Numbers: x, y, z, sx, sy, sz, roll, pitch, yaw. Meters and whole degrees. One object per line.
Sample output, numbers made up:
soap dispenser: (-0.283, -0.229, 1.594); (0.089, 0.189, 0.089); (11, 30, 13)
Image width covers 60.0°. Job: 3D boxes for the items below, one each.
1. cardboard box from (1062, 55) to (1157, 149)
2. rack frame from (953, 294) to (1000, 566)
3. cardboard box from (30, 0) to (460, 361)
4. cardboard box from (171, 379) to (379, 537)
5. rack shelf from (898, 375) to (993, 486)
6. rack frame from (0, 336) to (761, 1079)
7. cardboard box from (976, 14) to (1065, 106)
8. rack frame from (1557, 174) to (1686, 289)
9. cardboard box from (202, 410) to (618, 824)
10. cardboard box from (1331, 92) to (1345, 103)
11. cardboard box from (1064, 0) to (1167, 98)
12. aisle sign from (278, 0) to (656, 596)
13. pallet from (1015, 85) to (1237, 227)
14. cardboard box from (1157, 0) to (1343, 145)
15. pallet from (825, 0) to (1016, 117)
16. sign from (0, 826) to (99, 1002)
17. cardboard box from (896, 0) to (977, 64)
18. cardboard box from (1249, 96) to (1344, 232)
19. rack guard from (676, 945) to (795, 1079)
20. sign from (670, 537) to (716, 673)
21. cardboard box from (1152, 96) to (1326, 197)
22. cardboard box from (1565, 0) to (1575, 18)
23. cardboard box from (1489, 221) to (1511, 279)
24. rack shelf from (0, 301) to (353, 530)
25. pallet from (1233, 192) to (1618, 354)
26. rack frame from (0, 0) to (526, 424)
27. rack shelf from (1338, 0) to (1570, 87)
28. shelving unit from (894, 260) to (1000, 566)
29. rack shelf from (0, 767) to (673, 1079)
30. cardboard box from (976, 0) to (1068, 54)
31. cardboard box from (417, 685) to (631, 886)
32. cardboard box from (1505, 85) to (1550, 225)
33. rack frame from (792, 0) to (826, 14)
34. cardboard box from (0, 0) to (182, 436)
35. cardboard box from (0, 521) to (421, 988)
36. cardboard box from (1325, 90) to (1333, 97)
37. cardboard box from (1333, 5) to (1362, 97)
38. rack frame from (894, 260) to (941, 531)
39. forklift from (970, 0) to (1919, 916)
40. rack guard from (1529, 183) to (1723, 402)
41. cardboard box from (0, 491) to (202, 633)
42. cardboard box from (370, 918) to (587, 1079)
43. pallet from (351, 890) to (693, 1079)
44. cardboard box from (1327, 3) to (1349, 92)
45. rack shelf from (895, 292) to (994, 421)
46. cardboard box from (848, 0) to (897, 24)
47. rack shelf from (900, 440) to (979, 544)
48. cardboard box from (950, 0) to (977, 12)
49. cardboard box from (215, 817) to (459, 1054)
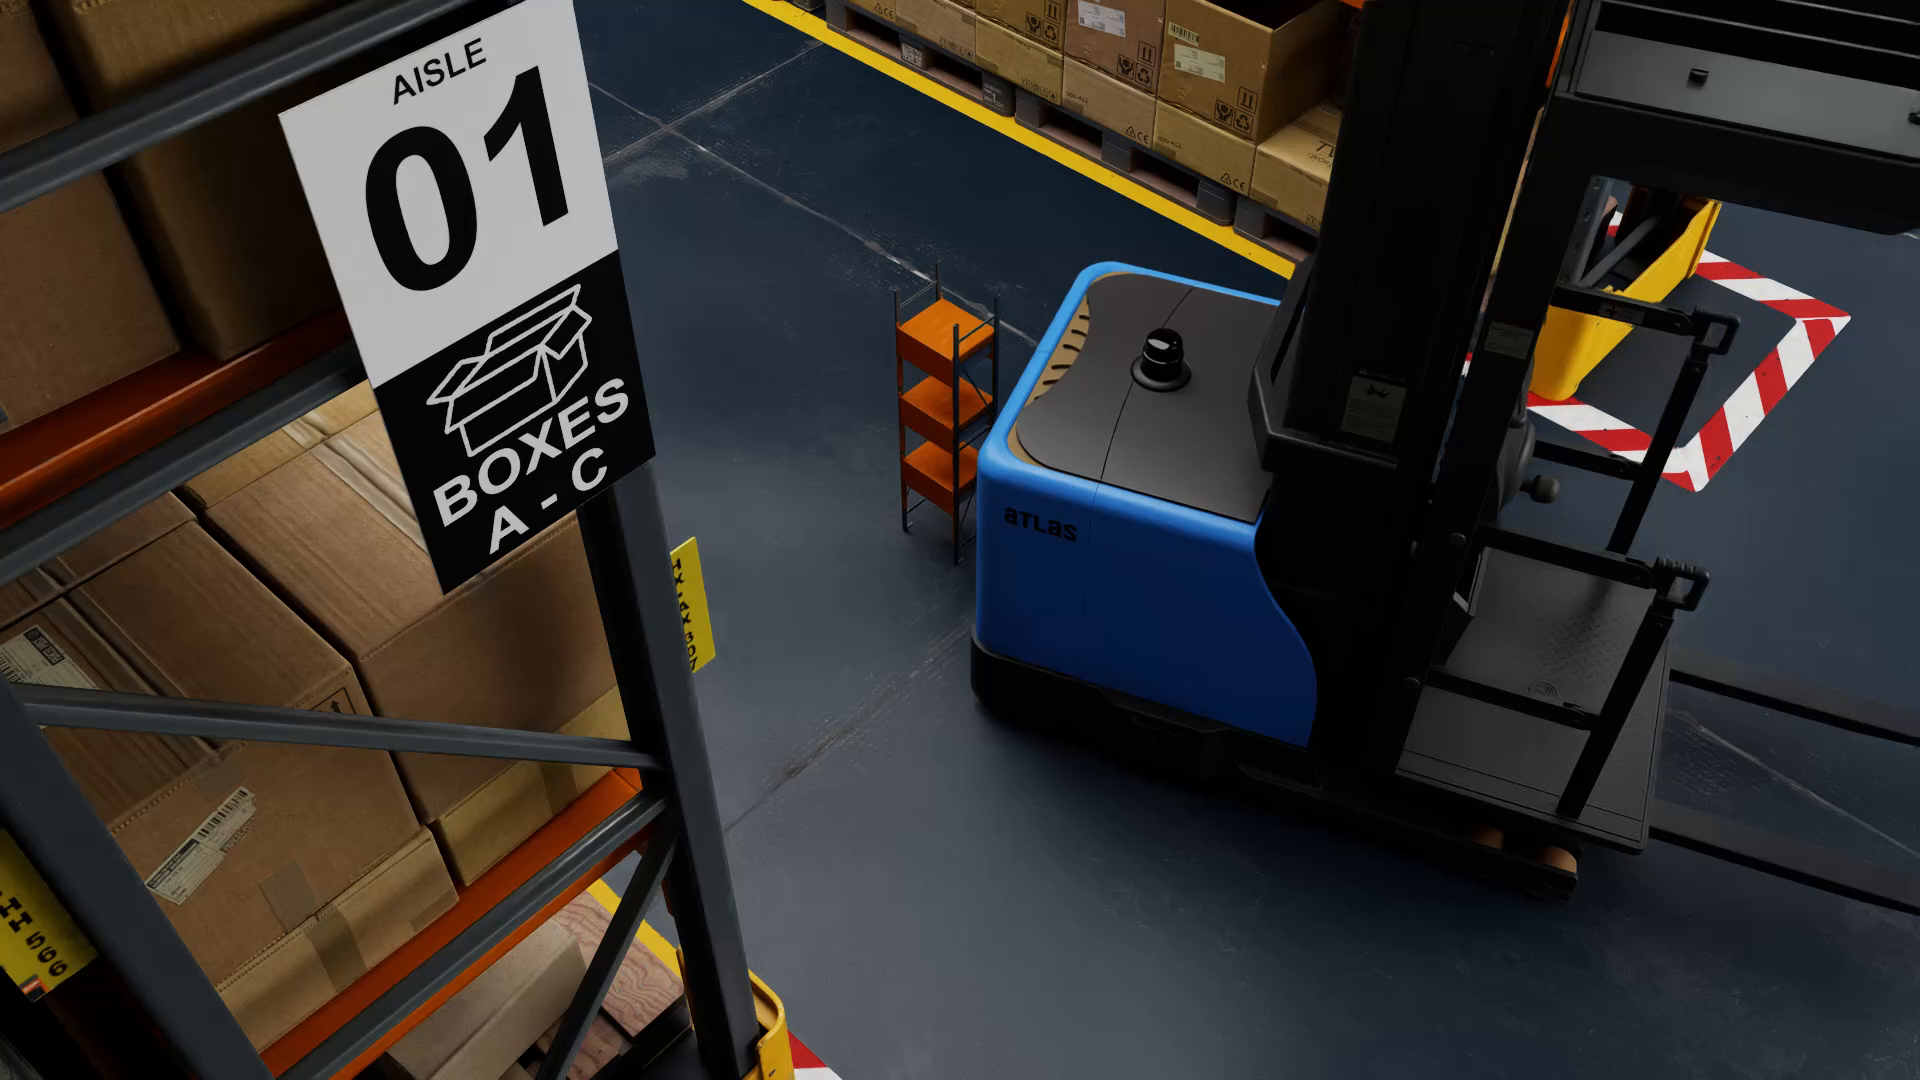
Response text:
cardboard box: (0.791, -1.981, 7.151); (0.500, 0.250, 0.500); (34, 55, 28)
rack frame: (0.050, -0.325, 5.335); (0.008, 1.050, 0.200); (34, 55, 28)
cardboard box: (-0.937, -0.648, 2.161); (0.500, 0.500, 0.500); (35, 56, 29)
cardboard box: (-1.365, -0.140, 3.399); (0.500, 0.500, 0.500); (34, 55, 28)
rack shelf: (-0.039, -0.379, 5.400); (0.240, 0.259, 0.215); (34, 55, 28)
rack frame: (-0.861, 0.719, 3.017); (0.127, 3.000, 1.000); (34, 55, 28)
cardboard box: (0.419, -2.225, 7.380); (0.500, 0.250, 0.500); (34, 55, 28)
rack frame: (2.496, -1.937, 5.511); (0.127, 3.000, 1.000); (34, 55, 28)
cardboard box: (-1.008, 0.110, 3.164); (0.500, 0.500, 0.500); (34, 55, 28)
cardboard box: (1.883, -1.769, 6.951); (0.500, 0.250, 0.500); (34, 55, 28)
cardboard box: (0.789, -2.236, 6.876); (0.500, 0.500, 0.500); (34, 55, 28)
aisle sign: (-0.605, -0.296, 2.187); (0.004, 0.787, 0.394); (34, 55, 28)
pallet: (1.013, -1.941, 7.428); (1.213, 0.211, 1.003); (34, 55, 28)
cardboard box: (1.155, -1.988, 6.643); (0.500, 0.500, 0.500); (34, 55, 28)
pallet: (0.112, -2.544, 7.994); (1.213, 0.211, 1.003); (34, 55, 28)
sign: (-1.252, 0.502, 2.210); (0.005, 0.325, 0.100); (34, 55, 28)
cardboard box: (0.056, -2.475, 7.615); (0.500, 0.250, 0.500); (34, 55, 28)
cardboard box: (1.526, -1.487, 6.686); (0.500, 0.250, 0.500); (34, 55, 28)
rack guard: (-0.917, 1.537, 3.964); (0.348, 0.500, 1.175); (34, 55, 28)
sign: (-0.493, 0.132, 2.975); (0.005, 0.325, 0.100); (34, 55, 28)
cardboard box: (1.157, -1.733, 6.918); (0.500, 0.250, 0.500); (34, 55, 28)
cardboard box: (2.161, -2.208, 5.697); (0.500, 0.500, 0.700); (34, 55, 28)
cardboard box: (1.901, -1.246, 6.460); (0.500, 0.250, 0.500); (34, 55, 28)
rack shelf: (-2.331, -1.050, 3.115); (4.000, 0.370, 1.077); (34, 55, 28)
pallet: (1.905, -1.338, 6.861); (1.213, 0.211, 1.003); (34, 55, 28)
rack frame: (-0.861, -1.334, 0.830); (0.127, 3.000, 1.000); (34, 55, 28)
rack shelf: (1.026, -2.679, 6.701); (4.000, 0.370, 1.077); (34, 55, 28)
shelving unit: (-0.039, -0.386, 5.392); (0.252, 1.050, 0.215); (34, 55, 28)
rack shelf: (-2.331, -0.024, 4.208); (4.000, 0.370, 1.077); (34, 55, 28)
cardboard box: (0.420, -2.482, 7.107); (0.500, 0.500, 0.500); (34, 55, 28)
cardboard box: (-1.004, 0.352, 3.451); (0.500, 0.250, 0.500); (32, 55, 27)
cardboard box: (1.900, -1.502, 6.186); (0.500, 0.500, 0.500); (34, 55, 28)
rack frame: (-0.444, -3.914, 7.368); (0.127, 3.000, 1.000); (34, 55, 28)
cardboard box: (-1.340, -0.419, 1.946); (0.500, 0.500, 0.500); (-34, 56, -28)
cardboard box: (-1.352, 0.388, 2.903); (0.500, 0.500, 0.500); (33, 55, 27)
cardboard box: (1.516, -2.016, 7.184); (0.500, 0.250, 0.500); (34, 55, 28)
cardboard box: (1.884, -2.026, 6.679); (0.500, 0.500, 0.500); (34, 55, 28)
rack frame: (-0.129, -0.446, 5.449); (0.008, 1.050, 0.200); (34, 55, 28)
forklift: (1.602, -0.417, 4.131); (3.031, 2.935, 1.130); (16, 49, 15)
rack guard: (2.513, -1.069, 6.411); (0.348, 0.500, 1.175); (34, 55, 28)
cardboard box: (-1.715, 0.134, 3.142); (0.500, 0.500, 0.500); (35, 56, 28)
cardboard box: (-1.309, 1.099, 4.204); (0.500, 0.311, 0.500); (28, 53, 24)
pallet: (-1.490, 1.215, 4.464); (1.213, 0.211, 1.003); (34, 55, 28)
cardboard box: (1.508, -2.267, 6.904); (0.500, 0.500, 0.500); (34, 55, 28)
rack shelf: (-0.039, -0.573, 5.193); (0.240, 0.259, 0.215); (34, 55, 28)
cardboard box: (-0.308, -2.725, 7.849); (0.500, 0.250, 0.500); (34, 55, 28)
rack shelf: (-0.039, -0.188, 5.602); (0.240, 0.259, 0.215); (34, 55, 28)
cardboard box: (0.058, -2.734, 7.343); (0.500, 0.500, 0.500); (34, 55, 28)
cardboard box: (-1.336, 0.636, 3.184); (0.500, 0.250, 0.500); (35, 56, 28)
